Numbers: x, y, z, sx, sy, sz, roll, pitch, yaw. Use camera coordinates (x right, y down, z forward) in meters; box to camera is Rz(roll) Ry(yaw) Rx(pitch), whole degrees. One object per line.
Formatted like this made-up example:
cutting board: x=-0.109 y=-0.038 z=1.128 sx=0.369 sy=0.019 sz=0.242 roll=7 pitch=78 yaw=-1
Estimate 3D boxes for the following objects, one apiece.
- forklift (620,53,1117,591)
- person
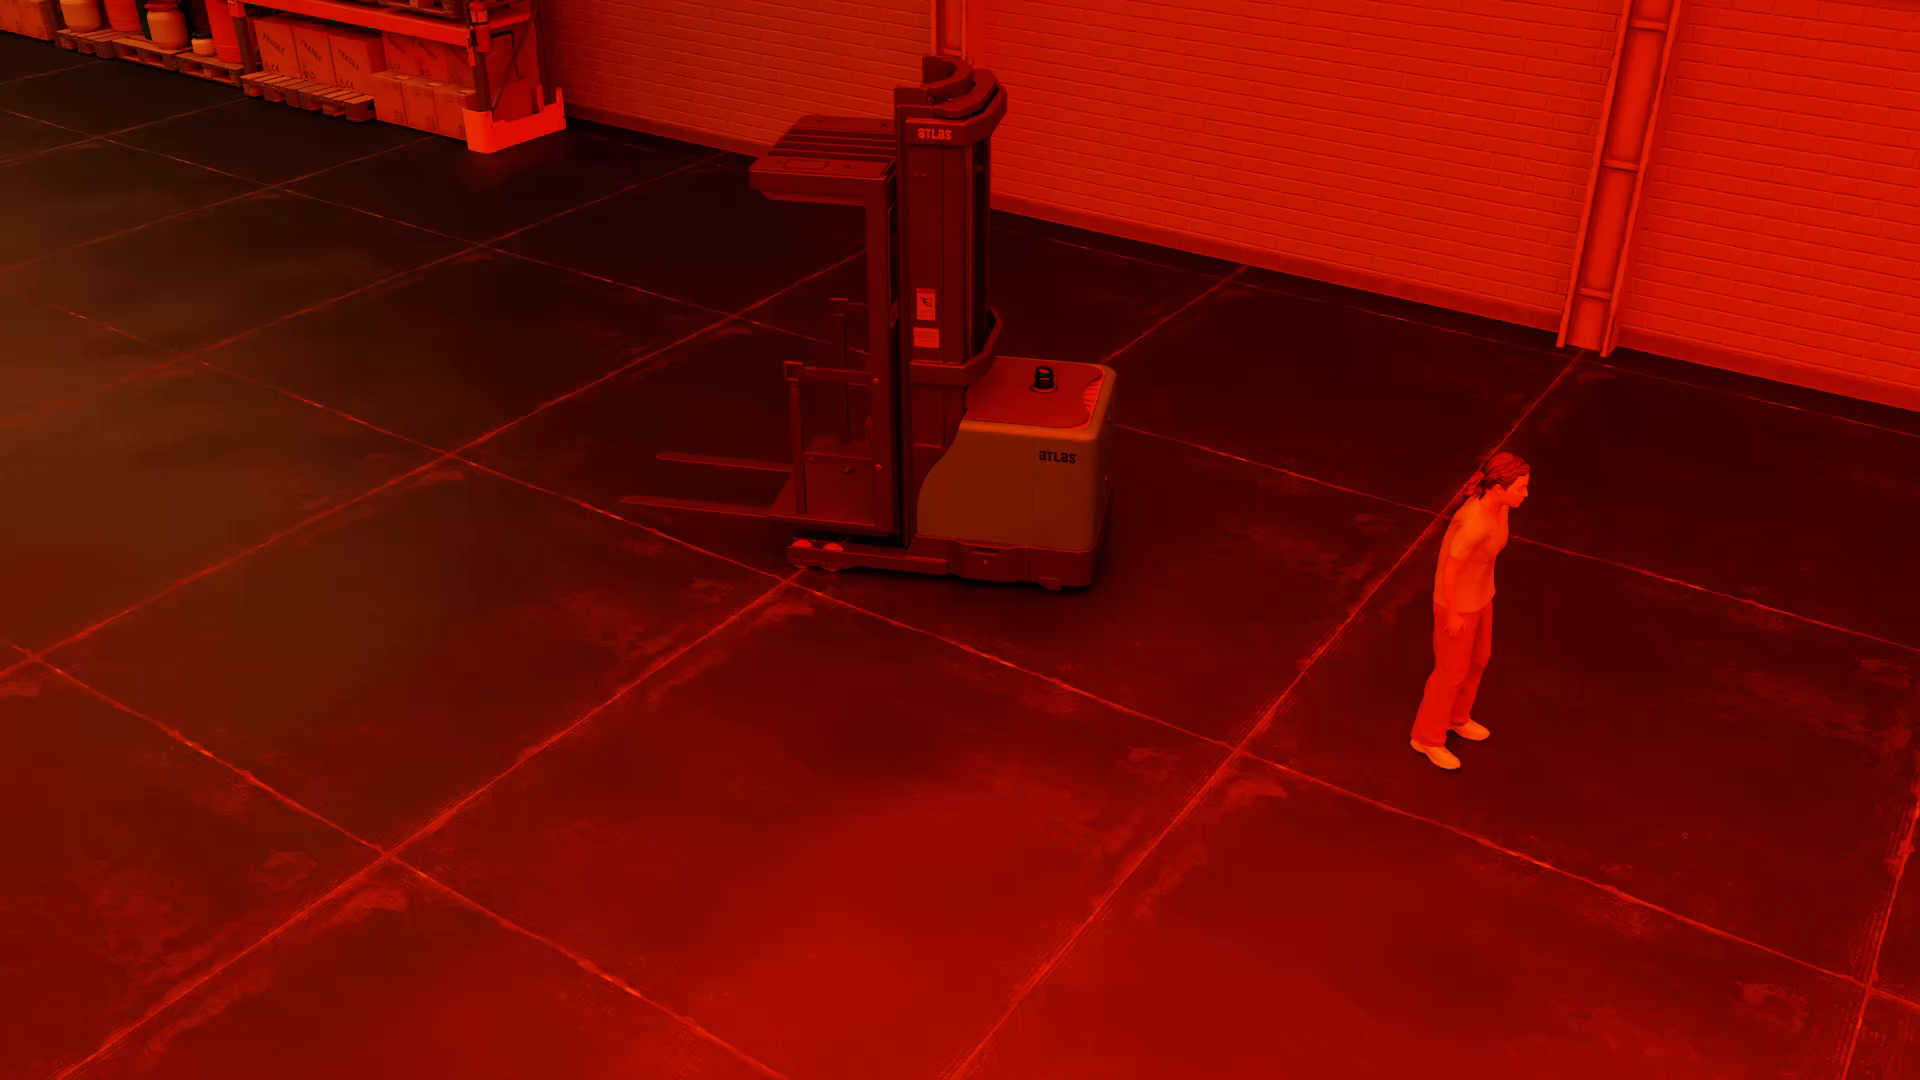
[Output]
forklift: x=-0.596 y=-1.330 z=9.871 sx=3.031 sy=2.935 sz=1.130 roll=6 pitch=31 yaw=10
person: x=2.546 y=0.318 z=8.290 sx=0.365 sy=1.671 sz=0.519 roll=21 pitch=36 yaw=32
